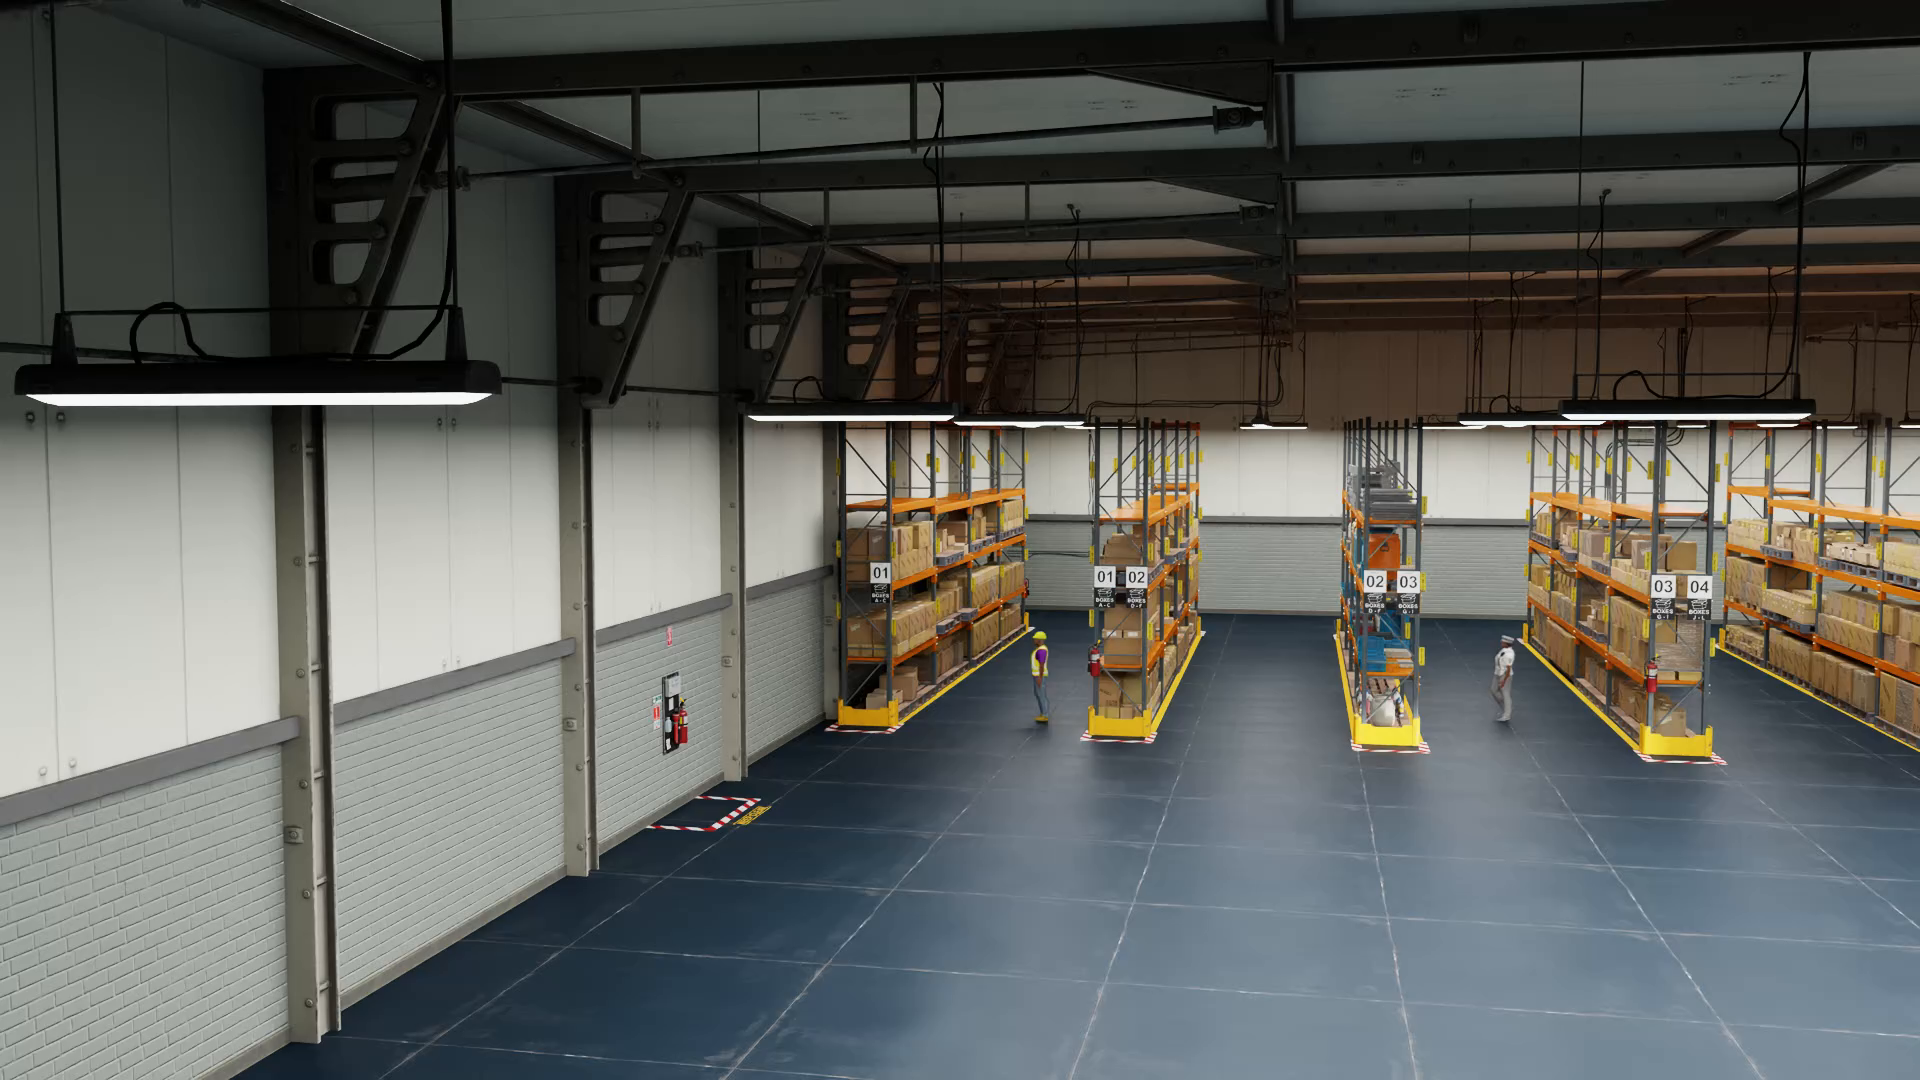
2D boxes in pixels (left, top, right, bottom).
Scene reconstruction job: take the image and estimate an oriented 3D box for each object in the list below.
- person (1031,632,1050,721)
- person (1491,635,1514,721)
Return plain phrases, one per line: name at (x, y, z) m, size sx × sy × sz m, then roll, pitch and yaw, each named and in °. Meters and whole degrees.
person at (1.595, 2.713, 32.902) m, size 0.370 × 1.804 × 0.678 m, roll 0°, pitch 4°, yaw 0°
person at (10.831, 2.741, 33.119) m, size 0.413 × 1.693 × 0.548 m, roll -1°, pitch 4°, yaw -11°
